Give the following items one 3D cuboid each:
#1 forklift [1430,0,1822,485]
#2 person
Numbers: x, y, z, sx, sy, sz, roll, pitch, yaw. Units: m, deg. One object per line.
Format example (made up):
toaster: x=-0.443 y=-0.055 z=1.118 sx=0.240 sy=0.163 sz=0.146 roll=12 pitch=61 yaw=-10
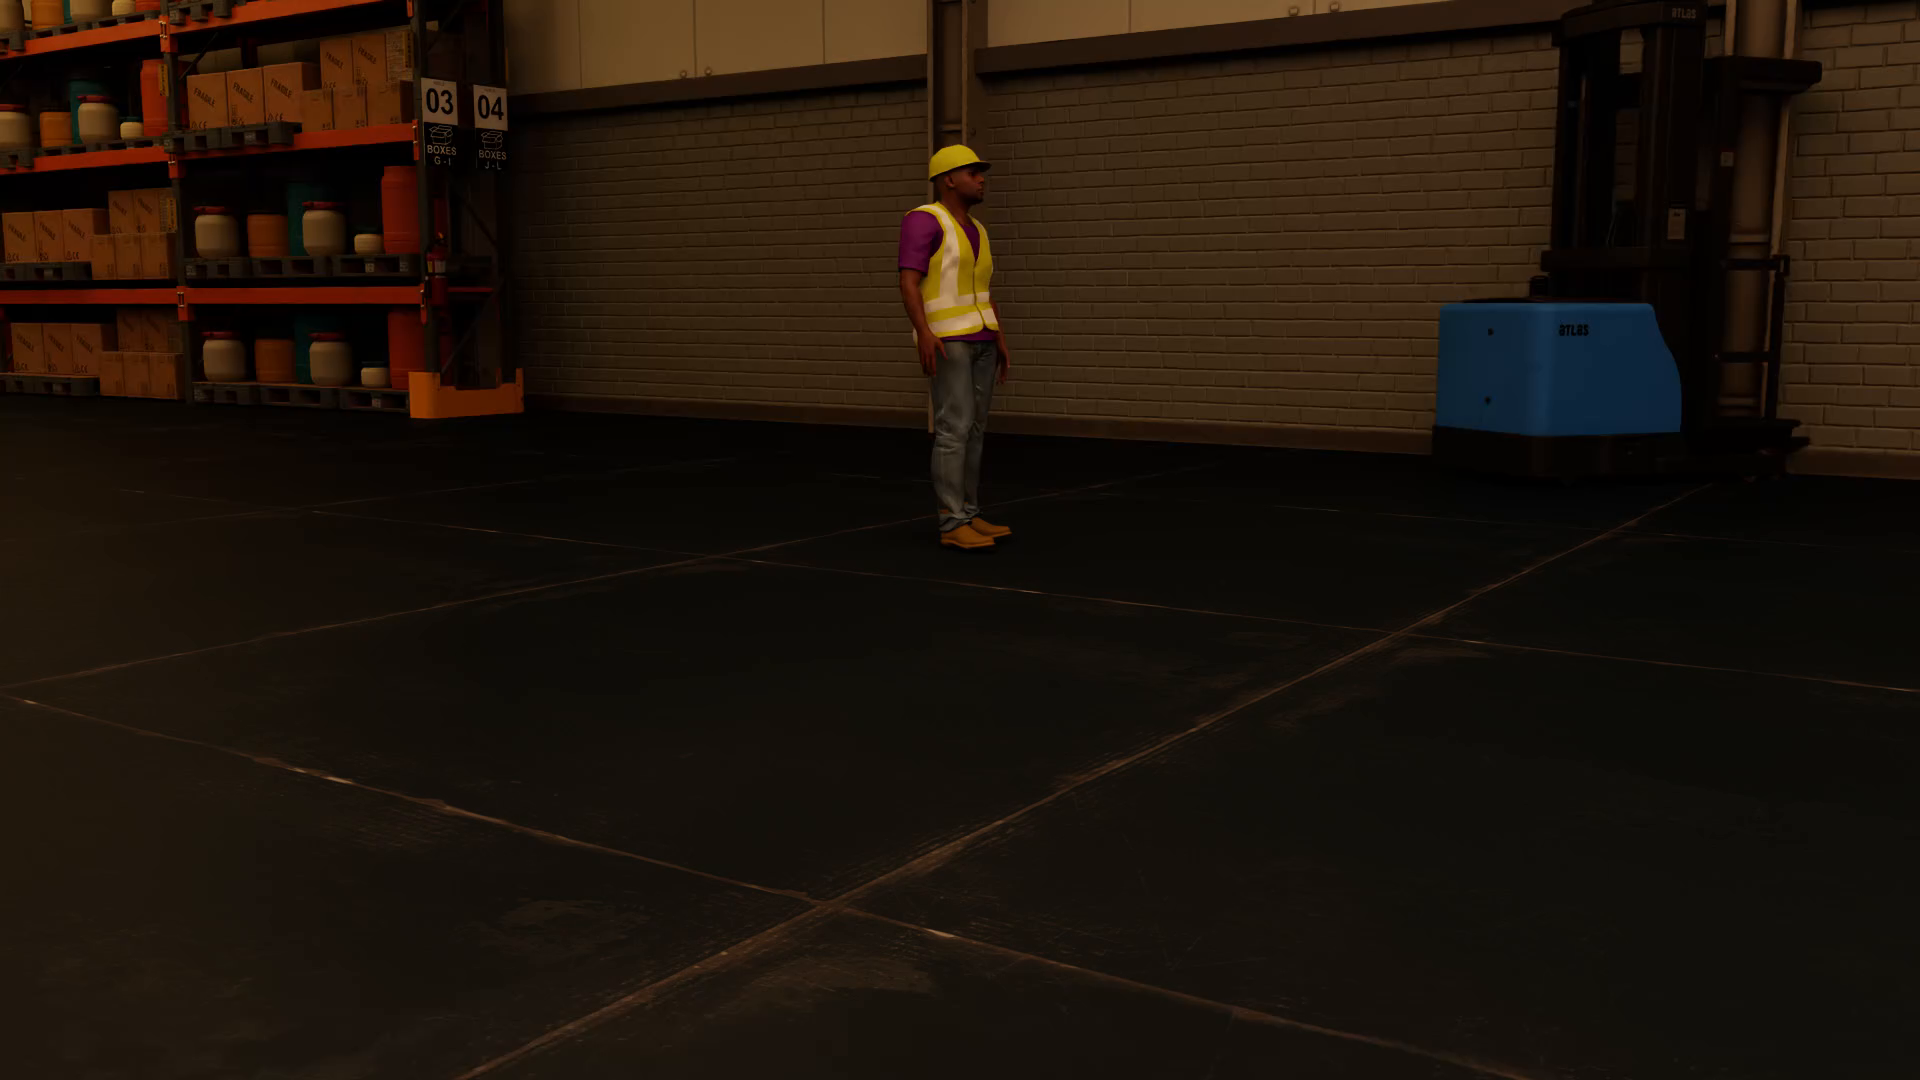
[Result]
forklift: x=4.539 y=-1.878 z=10.397 sx=3.031 sy=2.935 sz=1.130 roll=-3 pitch=9 yaw=-21
person: x=0.054 y=-0.875 z=7.435 sx=0.577 sy=1.765 sz=0.665 roll=5 pitch=10 yaw=34
